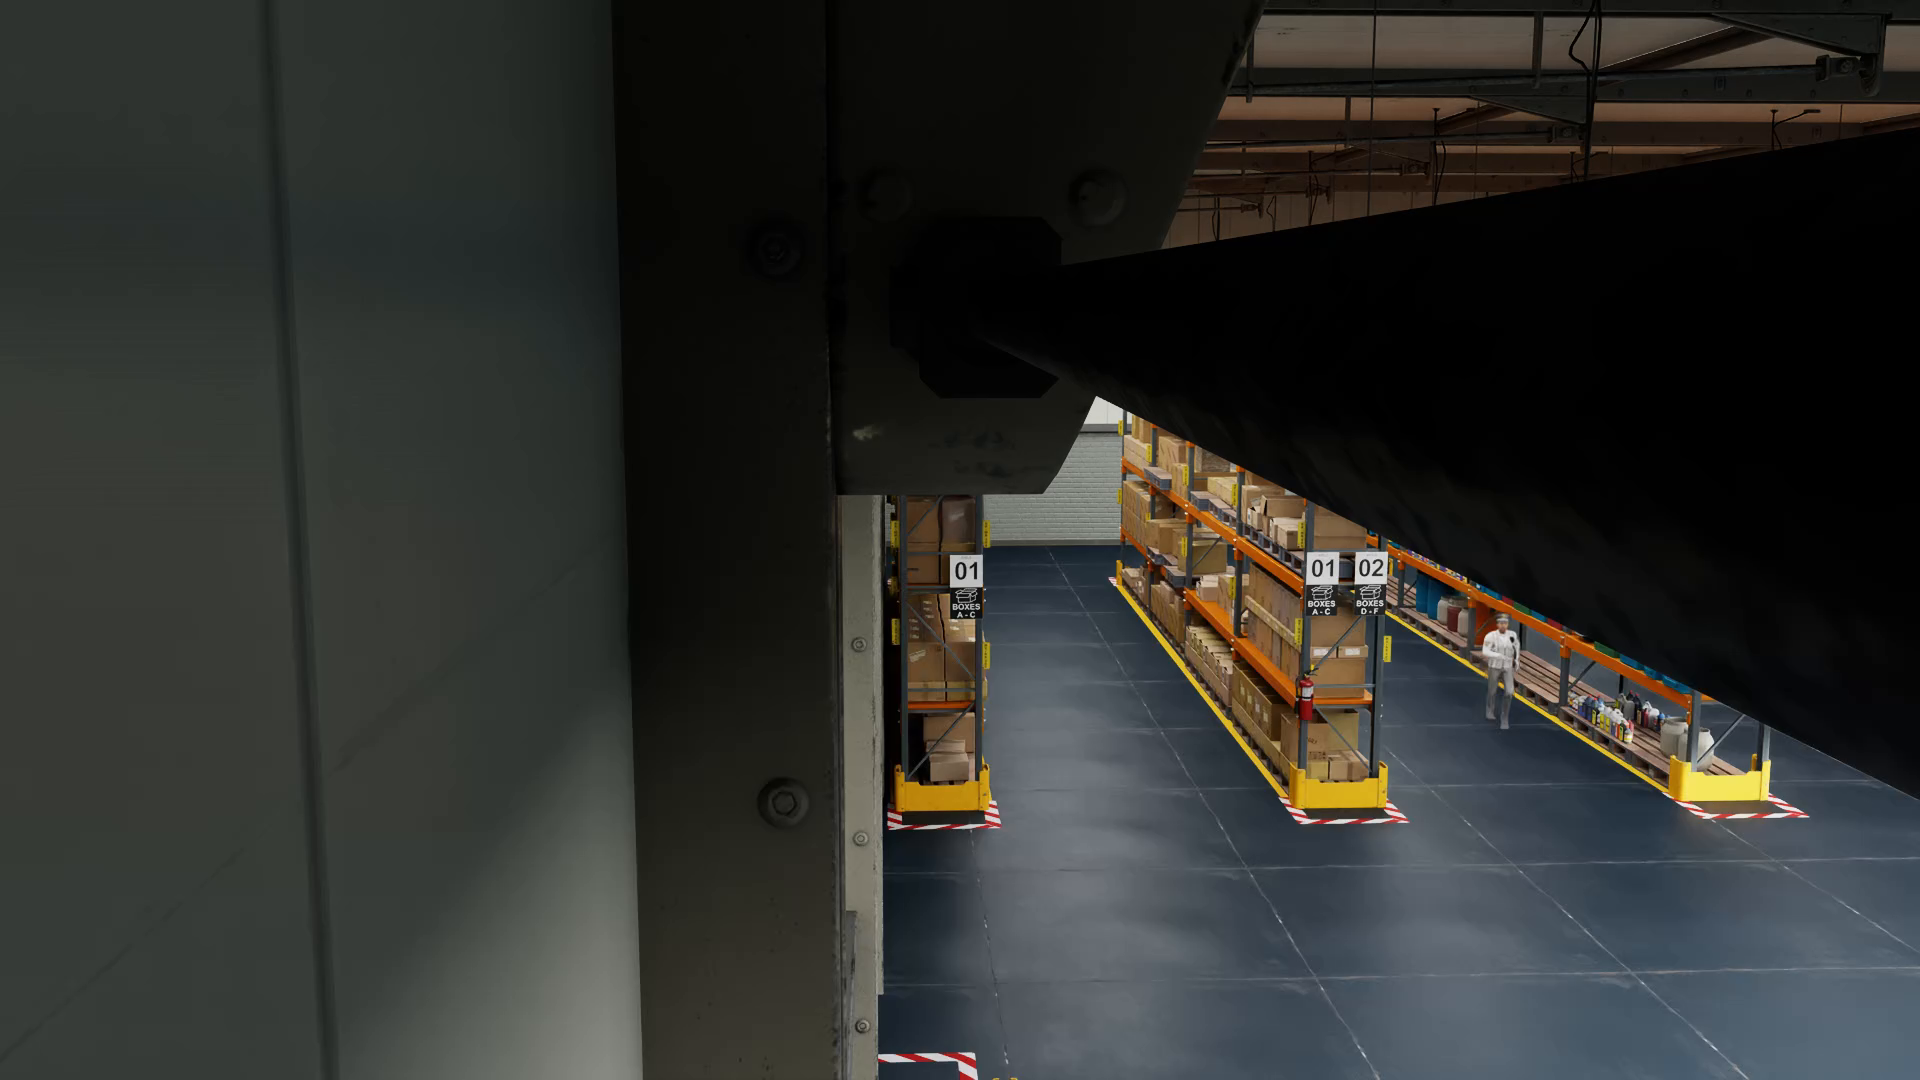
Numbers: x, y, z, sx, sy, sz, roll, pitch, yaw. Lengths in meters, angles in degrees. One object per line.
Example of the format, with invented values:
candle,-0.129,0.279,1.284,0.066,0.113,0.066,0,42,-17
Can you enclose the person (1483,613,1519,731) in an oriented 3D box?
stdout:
person,7.943,1.913,24.415,0.591,1.739,0.810,1,8,5
